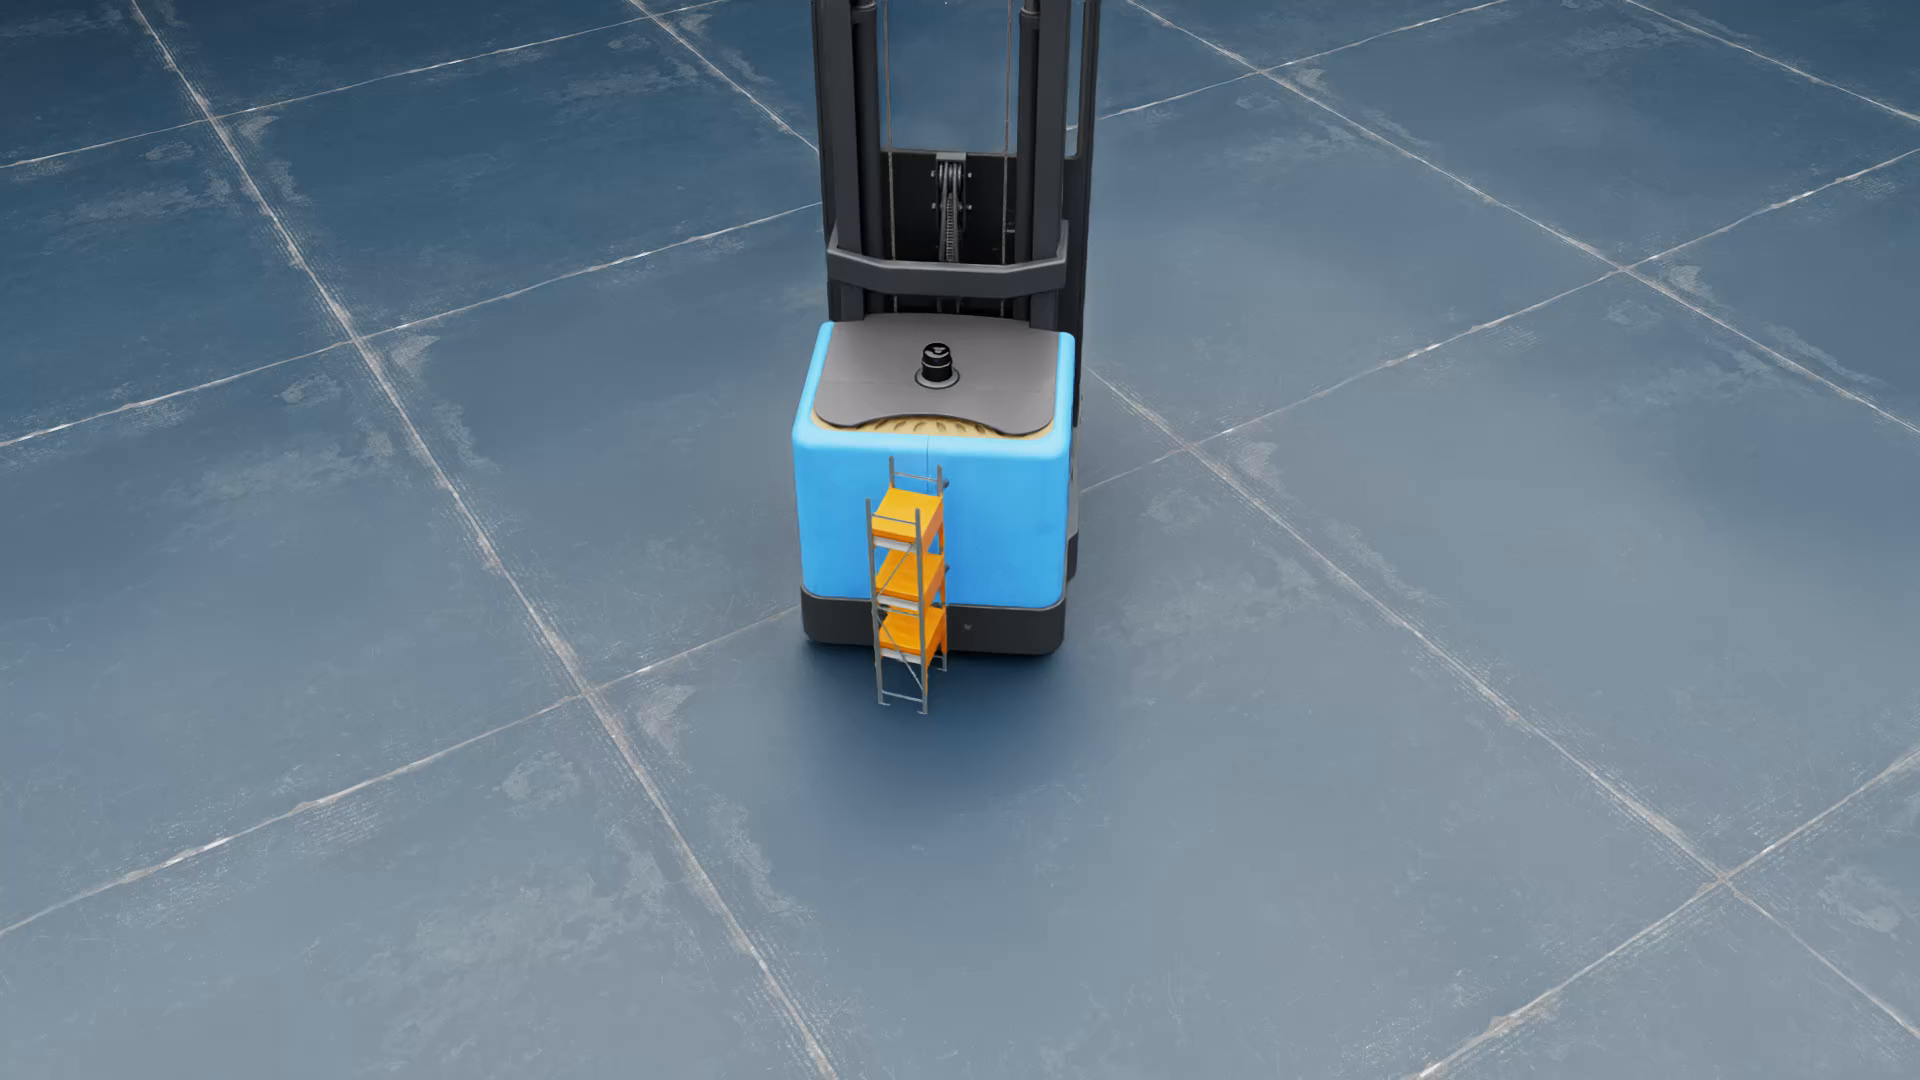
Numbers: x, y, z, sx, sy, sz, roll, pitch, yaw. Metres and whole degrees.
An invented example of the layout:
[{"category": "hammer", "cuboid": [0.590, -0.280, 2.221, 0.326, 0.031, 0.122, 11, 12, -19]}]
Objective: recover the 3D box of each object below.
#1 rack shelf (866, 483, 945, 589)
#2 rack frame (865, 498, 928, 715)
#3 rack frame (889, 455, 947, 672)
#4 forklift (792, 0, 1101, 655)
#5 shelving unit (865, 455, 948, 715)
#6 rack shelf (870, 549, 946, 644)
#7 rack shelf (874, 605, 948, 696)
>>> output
[{"category": "rack shelf", "cuboid": [-0.193, -0.016, 6.015, 0.215, 0.259, 0.240, 12, 43, 14]}, {"category": "rack frame", "cuboid": [-0.228, 0.266, 6.111, 0.200, 1.050, 0.008, 12, 43, 14]}, {"category": "rack frame", "cuboid": [-0.153, 0.110, 6.284, 0.200, 1.050, 0.008, 12, 43, 14]}, {"category": "forklift", "cuboid": [0.005, -1.603, 6.884, 1.130, 2.935, 3.031, 3, 40, 4]}, {"category": "shelving unit", "cuboid": [-0.190, 0.188, 6.197, 0.215, 1.050, 0.252, 12, 43, 14]}, {"category": "rack shelf", "cuboid": [-0.190, 0.196, 6.204, 0.215, 0.259, 0.240, 12, 43, 14]}, {"category": "rack shelf", "cuboid": [-0.187, 0.403, 6.389, 0.215, 0.259, 0.240, 12, 43, 14]}]
